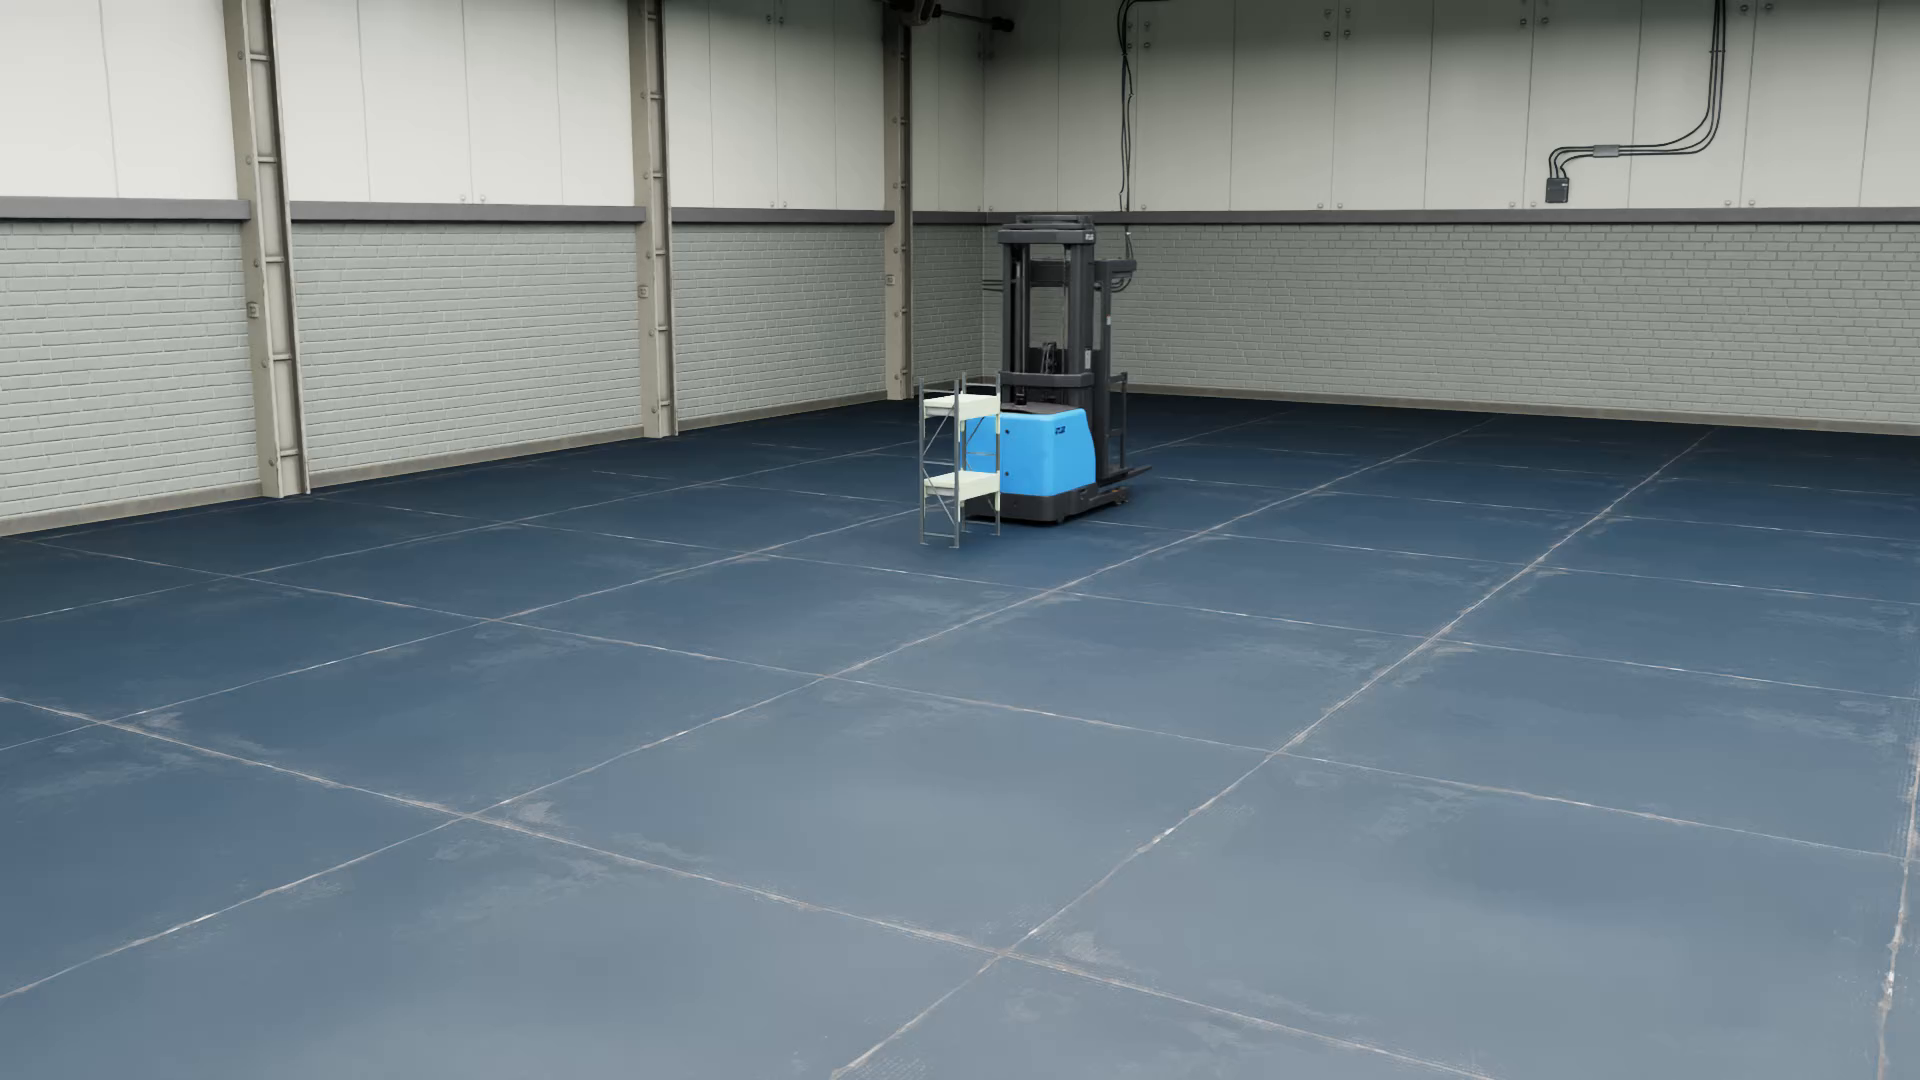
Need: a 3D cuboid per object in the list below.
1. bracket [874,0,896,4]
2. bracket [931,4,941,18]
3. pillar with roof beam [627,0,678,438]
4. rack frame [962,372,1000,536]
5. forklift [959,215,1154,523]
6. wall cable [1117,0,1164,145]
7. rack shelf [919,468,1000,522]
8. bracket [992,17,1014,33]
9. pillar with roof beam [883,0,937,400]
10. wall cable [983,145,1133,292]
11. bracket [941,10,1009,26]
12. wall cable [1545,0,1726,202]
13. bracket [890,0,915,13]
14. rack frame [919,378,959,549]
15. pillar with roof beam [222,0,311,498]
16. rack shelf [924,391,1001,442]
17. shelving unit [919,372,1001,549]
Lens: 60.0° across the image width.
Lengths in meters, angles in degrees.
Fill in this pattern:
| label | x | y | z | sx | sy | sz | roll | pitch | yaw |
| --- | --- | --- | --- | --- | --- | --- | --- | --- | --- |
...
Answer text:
| label | x | y | z | sx | sy | sz | roll | pitch | yaw |
| --- | --- | --- | --- | --- | --- | --- | --- | --- | --- |
| bracket | -2.262 | -8.065 | 24.095 | 0.076 | 0.066 | 4.783 | 6 | 12 | 31 |
| bracket | -0.493 | -8.601 | 26.957 | 0.235 | 0.232 | 0.430 | 6 | 12 | 31 |
| pillar with roof beam | -0.448 | -5.446 | 19.883 | 9.100 | 9.000 | 0.400 | 6 | 12 | 31 |
| rack frame | 0.193 | -0.796 | 15.425 | 0.400 | 1.500 | 0.023 | 6 | 12 | 31 |
| forklift | 1.127 | -1.832 | 17.070 | 1.130 | 2.935 | 3.031 | 6 | 12 | 28 |
| wall cable | 3.960 | -7.835 | 27.361 | 3.097 | 2.526 | 0.112 | 6 | 12 | 31 |
| rack shelf | 0.003 | -0.418 | 15.178 | 0.431 | 0.370 | 0.720 | 6 | 12 | 31 |
| bracket | 0.737 | -8.974 | 28.947 | 0.235 | 0.232 | 0.430 | 6 | 12 | 31 |
| pillar with roof beam | 2.667 | -6.389 | 24.923 | 9.100 | 9.000 | 0.548 | 6 | 12 | 31 |
| wall cable | 1.647 | -5.611 | 29.206 | 3.097 | 2.526 | 0.112 | 6 | 12 | 31 |
| bracket | 0.430 | -8.881 | 28.451 | 0.076 | 0.066 | 3.189 | 6 | 12 | 31 |
| wall cable | 9.753 | -7.900 | 23.749 | 2.305 | 6.003 | 0.169 | 6 | 12 | 31 |
| bracket | -0.924 | -8.471 | 26.259 | 0.235 | 0.232 | 0.430 | 6 | 12 | 31 |
| rack frame | -0.187 | -0.681 | 14.810 | 0.400 | 1.500 | 0.023 | 6 | 12 | 31 |
| pillar with roof beam | -3.563 | -4.502 | 14.843 | 9.100 | 9.000 | 0.400 | 6 | 12 | 31 |
| rack shelf | 0.003 | -1.122 | 15.046 | 0.431 | 0.370 | 0.720 | 6 | 12 | 31 |
| shelving unit | 0.003 | -0.738 | 15.118 | 0.431 | 1.500 | 0.755 | 6 | 12 | 31 |
